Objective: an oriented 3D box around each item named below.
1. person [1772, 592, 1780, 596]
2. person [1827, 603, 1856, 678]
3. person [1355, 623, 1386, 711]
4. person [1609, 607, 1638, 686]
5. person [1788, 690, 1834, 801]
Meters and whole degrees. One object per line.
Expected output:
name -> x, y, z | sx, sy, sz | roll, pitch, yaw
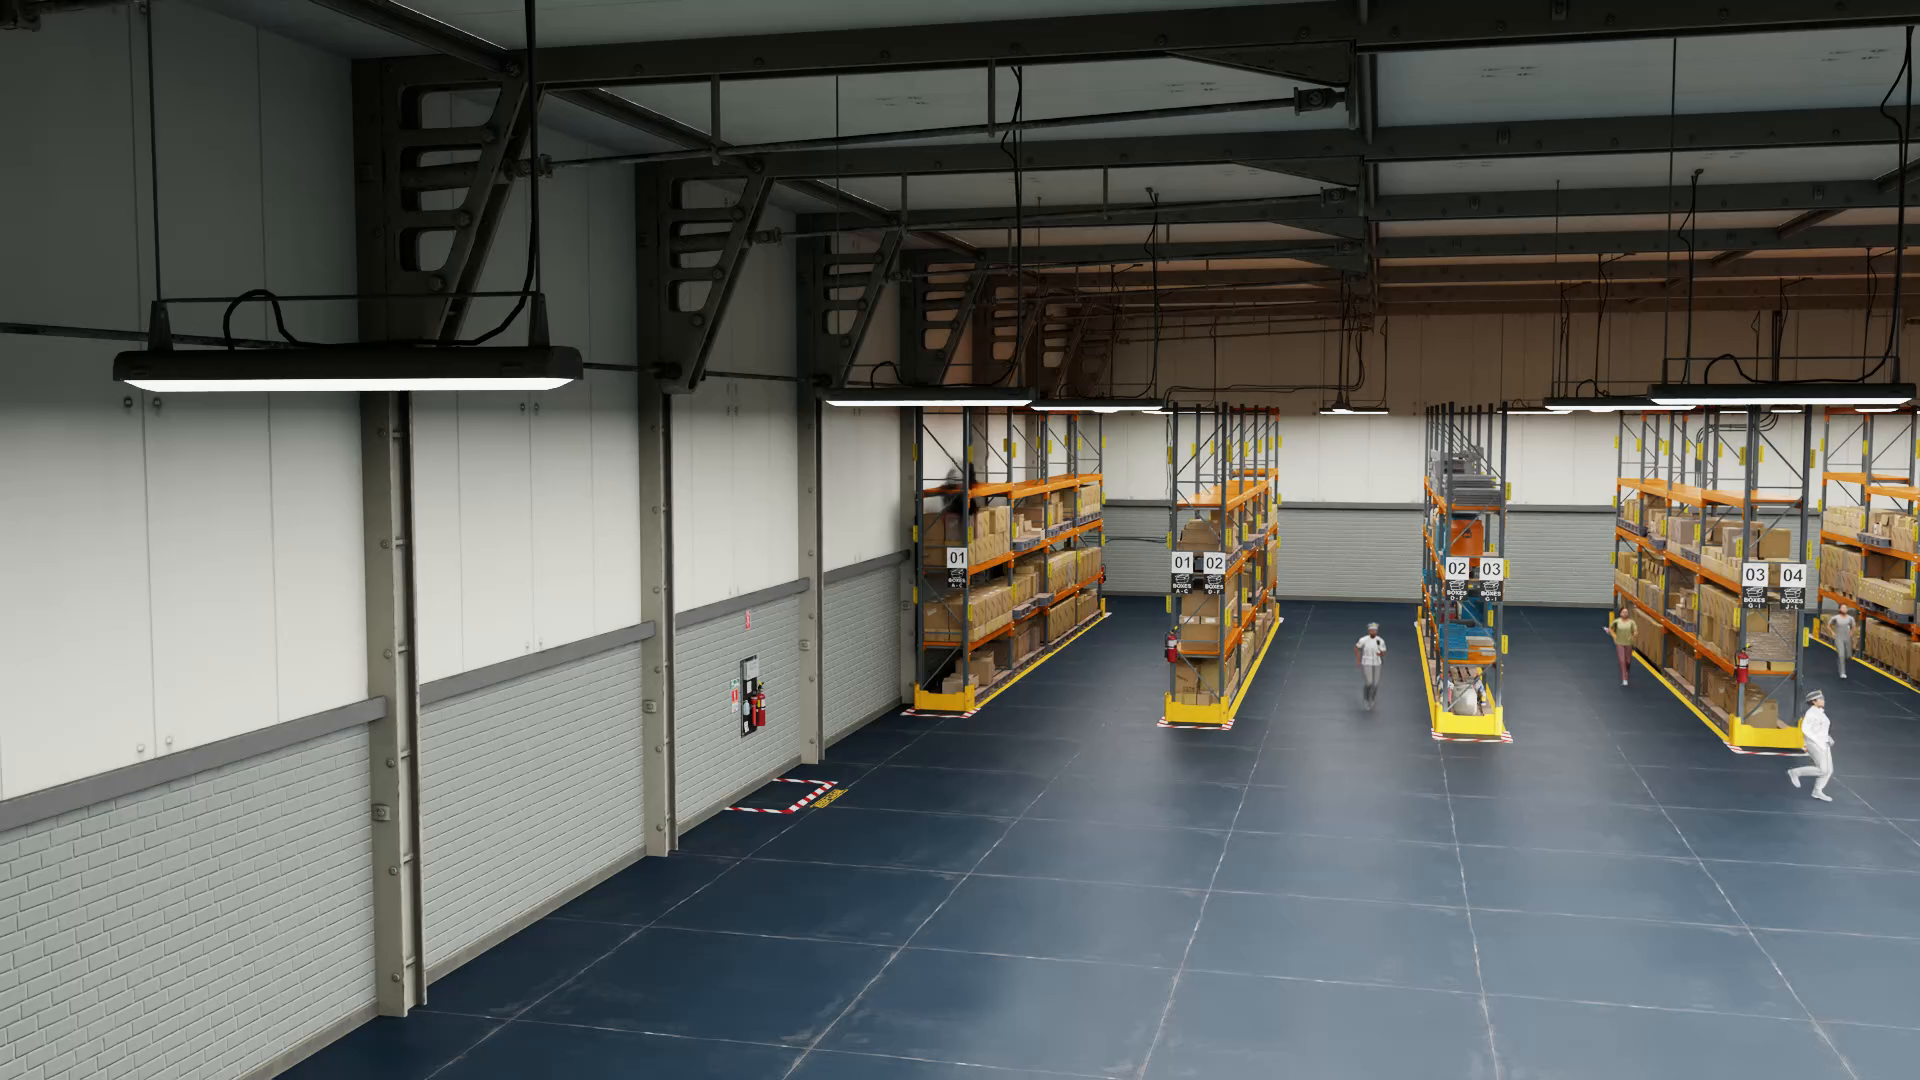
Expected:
person -> 21.096, 1.652, 43.592 | 0.758, 1.715, 0.692 | 4, 6, 44
person -> 19.430, 2.200, 36.650 | 0.571, 1.628, 0.753 | 1, 4, 13
person -> 8.048, 2.483, 32.519 | 0.543, 1.741, 0.709 | 0, 4, -1
person -> 14.235, 2.254, 35.676 | 0.588, 1.654, 0.797 | 1, 4, 15
person -> 12.821, 3.065, 25.002 | 0.600, 1.657, 0.623 | 4, 6, 42
